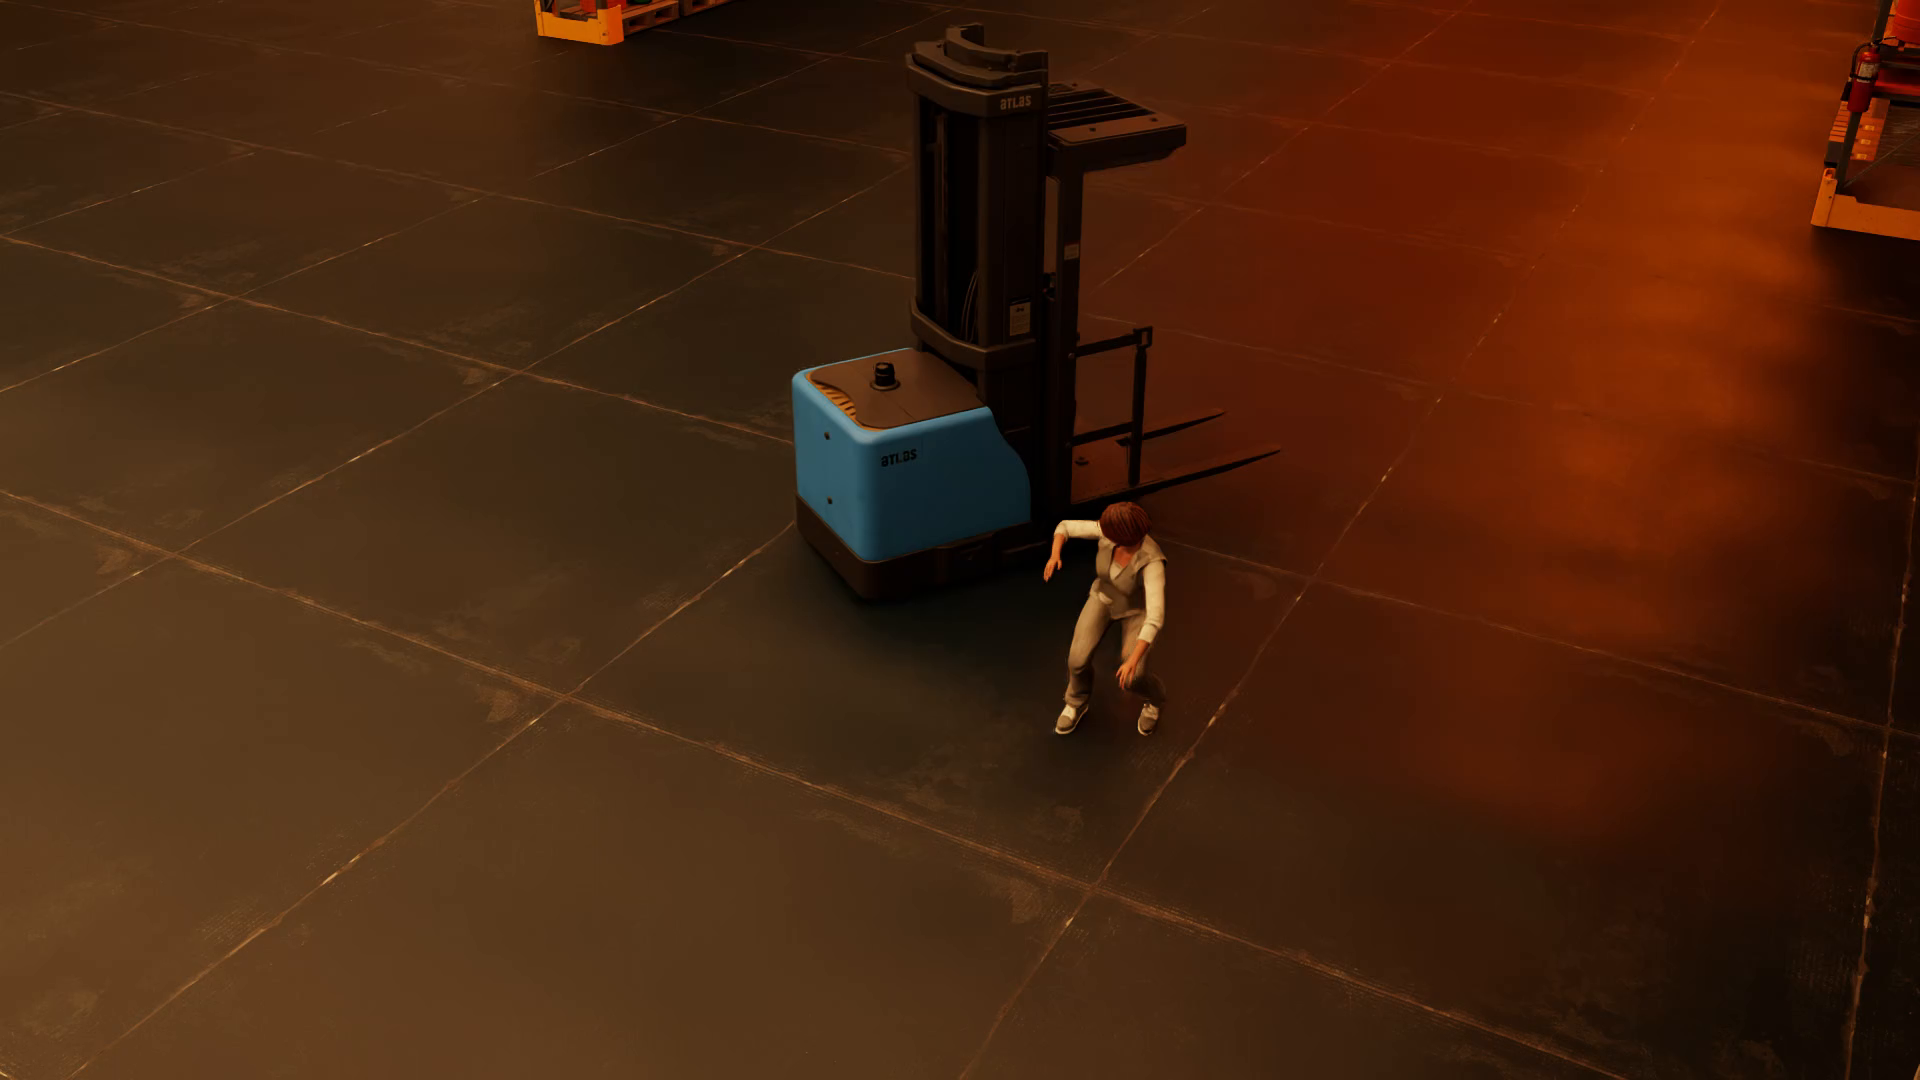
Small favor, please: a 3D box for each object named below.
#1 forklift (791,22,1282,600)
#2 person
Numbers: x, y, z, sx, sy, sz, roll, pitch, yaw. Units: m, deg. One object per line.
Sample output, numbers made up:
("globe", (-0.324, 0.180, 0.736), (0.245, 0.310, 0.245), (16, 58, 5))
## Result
("forklift", (0.561, -1.445, 9.575), (3.031, 2.935, 1.130), (-15, 33, -24))
("person", (0.691, 0.406, 7.980), (0.691, 1.334, 0.844), (15, 33, 24))
